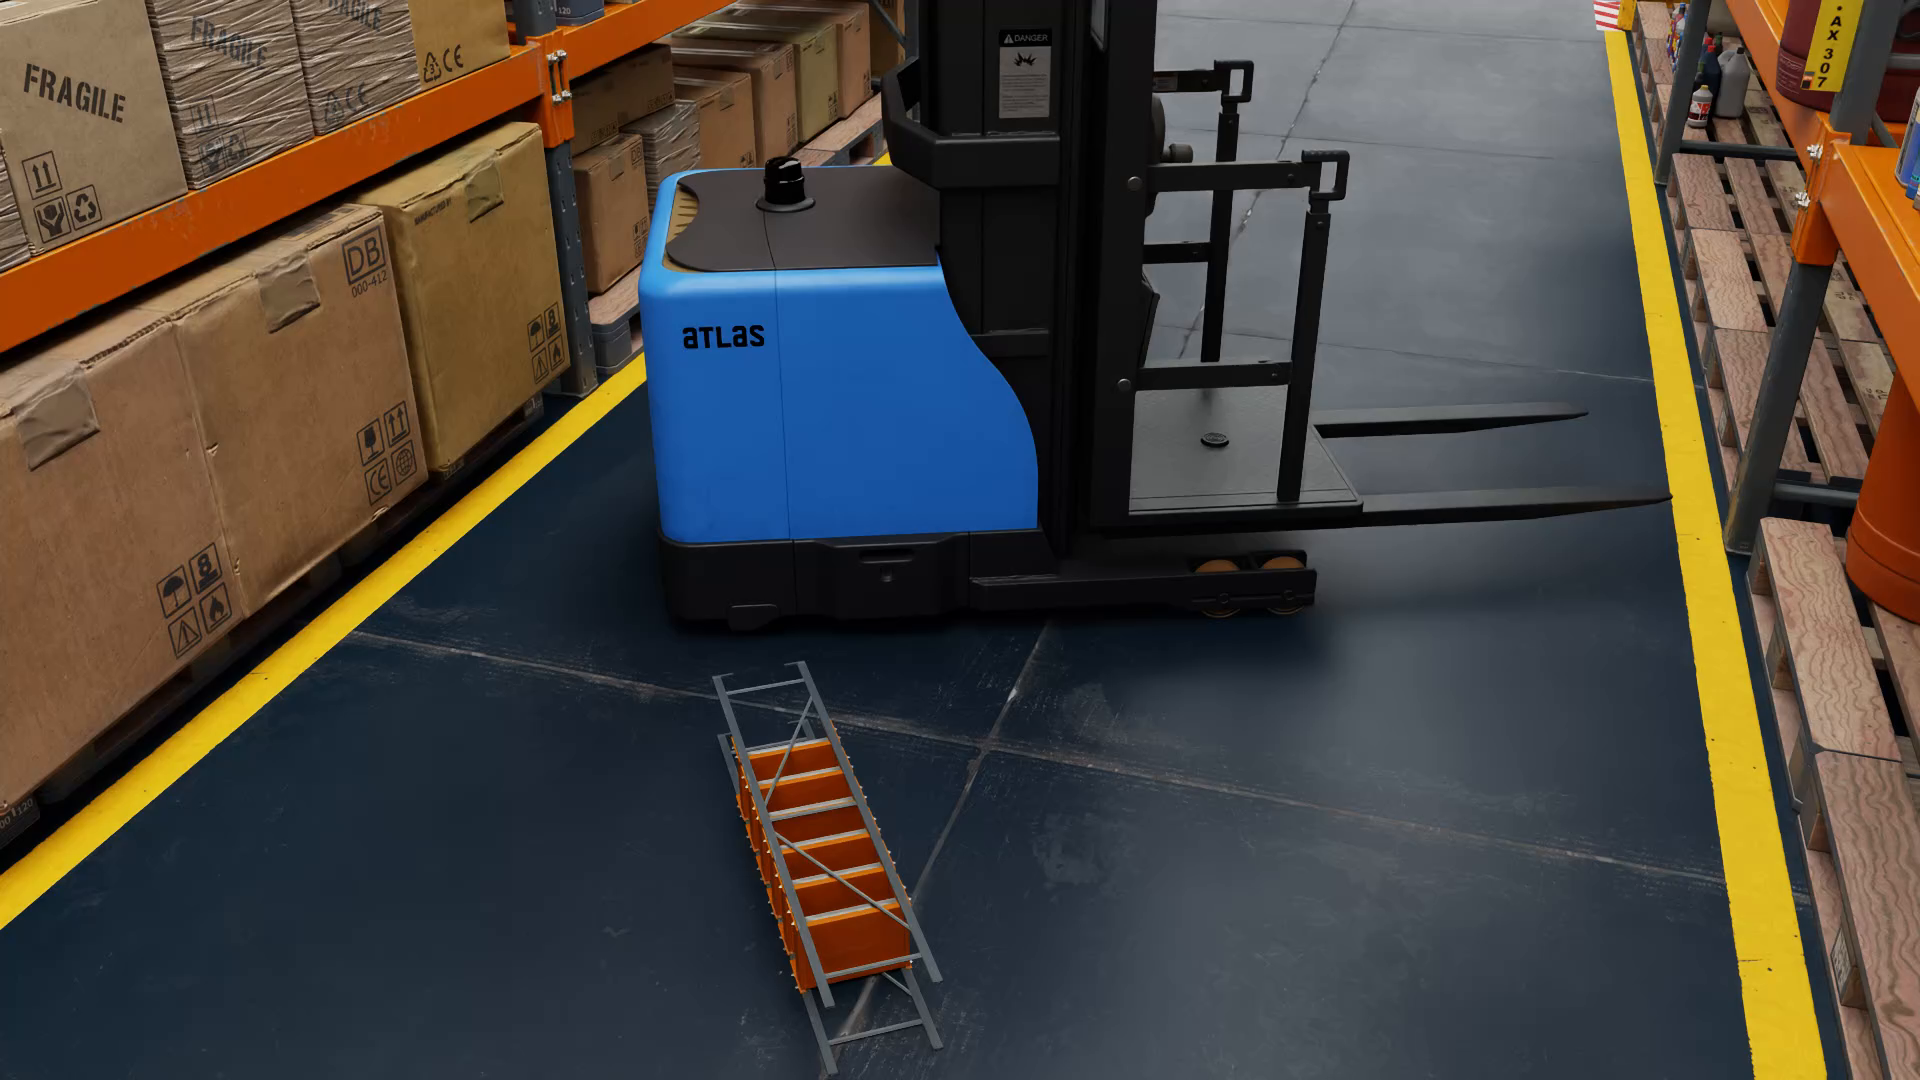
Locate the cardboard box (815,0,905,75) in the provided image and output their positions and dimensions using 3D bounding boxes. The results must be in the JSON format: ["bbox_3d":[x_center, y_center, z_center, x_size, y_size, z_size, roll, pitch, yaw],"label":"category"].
[{"bbox_3d":[-0.531,-3.059,9.803,0.500,0.500,0.500,8,30,13],"label":"cardboard box"}]

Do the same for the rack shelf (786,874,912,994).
[{"bbox_3d":[-0.235,0.839,3.544,0.258,0.180,0.103,-9,31,-16],"label":"rack shelf"}]

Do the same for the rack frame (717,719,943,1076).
[{"bbox_3d":[-0.332,0.771,3.850,0.240,0.006,1.200,-9,31,-16],"label":"rack frame"}]

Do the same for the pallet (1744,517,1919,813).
[{"bbox_3d":[2.683,0.369,4.370,1.003,0.211,1.213,8,30,15],"label":"pallet"}]

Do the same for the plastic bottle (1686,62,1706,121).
[{"bbox_3d":[3.874,-2.357,8.743,0.061,0.283,0.133,10,31,17],"label":"plastic bottle"}]

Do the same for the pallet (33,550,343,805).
[{"bbox_3d":[-2.524,0.210,4.654,1.003,0.211,1.213,8,30,15],"label":"pallet"}]

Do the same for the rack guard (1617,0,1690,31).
[{"bbox_3d":[5.245,-3.805,11.577,1.175,0.500,0.348,8,30,15],"label":"rack guard"}]

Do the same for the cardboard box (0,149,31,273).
[{"bbox_3d":[-2.367,-0.758,3.424,0.500,0.500,0.500,8,30,14],"label":"cardboard box"}]

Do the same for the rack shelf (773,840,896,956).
[{"bbox_3d":[-0.272,0.783,3.643,0.258,0.180,0.103,-9,31,-16],"label":"rack shelf"}]

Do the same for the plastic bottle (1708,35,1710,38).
[{"bbox_3d":[4.165,-2.738,9.435,0.152,0.276,0.135,9,30,16],"label":"plastic bottle"}]

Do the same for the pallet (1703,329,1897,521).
[{"bbox_3d":[3.139,-0.358,5.676,1.003,0.211,1.213,8,30,15],"label":"pallet"}]

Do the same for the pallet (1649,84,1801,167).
[{"bbox_3d":[4.285,-2.169,8.931,1.003,0.211,1.213,8,30,15],"label":"pallet"}]

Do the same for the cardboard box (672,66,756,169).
[{"bbox_3d":[-1.373,-1.867,7.639,0.700,0.500,0.500,11,31,19],"label":"cardboard box"}]

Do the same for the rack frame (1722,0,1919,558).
[{"bbox_3d":[2.874,-1.222,4.361,1.000,3.000,0.127,8,30,15],"label":"rack frame"}]

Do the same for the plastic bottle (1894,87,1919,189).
[{"bbox_3d":[2.438,-1.013,4.113,0.152,0.276,0.135,8,30,15],"label":"plastic bottle"}]

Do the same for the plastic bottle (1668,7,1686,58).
[{"bbox_3d":[4.309,-3.044,9.979,0.061,0.283,0.133,9,30,16],"label":"plastic bottle"}]

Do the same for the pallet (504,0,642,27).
[{"bbox_3d":[-1.753,-2.191,6.301,1.213,0.211,1.003,8,30,15],"label":"pallet"}]

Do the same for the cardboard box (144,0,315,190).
[{"bbox_3d":[-2.070,-1.235,4.282,0.500,0.500,0.500,8,30,13],"label":"cardboard box"}]

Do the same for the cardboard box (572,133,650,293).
[{"bbox_3d":[-1.683,-1.343,6.697,0.700,0.500,0.500,7,30,12],"label":"cardboard box"}]

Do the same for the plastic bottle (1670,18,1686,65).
[{"bbox_3d":[4.262,-2.936,9.796,0.097,0.271,0.097,0,29,0],"label":"plastic bottle"}]

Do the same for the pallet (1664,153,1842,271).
[{"bbox_3d":[3.855,-1.492,7.715,1.003,0.211,1.213,8,30,15],"label":"pallet"}]

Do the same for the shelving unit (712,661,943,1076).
[{"bbox_3d":[-0.332,0.691,3.805,0.258,0.189,1.200,-9,31,-16],"label":"shelving unit"}]

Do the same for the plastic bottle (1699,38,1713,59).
[{"bbox_3d":[4.018,-2.545,9.012,0.144,0.351,0.185,7,30,12],"label":"plastic bottle"}]

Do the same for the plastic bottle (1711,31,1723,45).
[{"bbox_3d":[4.267,-2.726,9.406,0.061,0.283,0.133,8,30,15],"label":"plastic bottle"}]

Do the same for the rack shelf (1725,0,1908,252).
[{"bbox_3d":[3.461,-1.837,6.207,1.077,0.370,4.000,8,30,15],"label":"rack shelf"}]

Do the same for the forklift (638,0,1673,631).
[{"bbox_3d":[0.620,-1.309,4.588,3.031,2.935,1.130,-3,29,-5],"label":"forklift"}]

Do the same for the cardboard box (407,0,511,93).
[{"bbox_3d":[-1.768,-1.708,5.132,0.500,0.500,0.500,9,30,16],"label":"cardboard box"}]

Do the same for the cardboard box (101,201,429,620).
[{"bbox_3d":[-2.352,-0.453,4.732,1.225,0.875,0.875,9,30,15],"label":"cardboard box"}]

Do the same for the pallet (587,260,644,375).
[{"bbox_3d":[-1.630,-1.073,6.962,1.003,0.211,1.213,8,30,15],"label":"pallet"}]

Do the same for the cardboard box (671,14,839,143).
[{"bbox_3d":[-1.045,-2.386,8.573,0.700,0.500,0.500,8,30,15],"label":"cardboard box"}]

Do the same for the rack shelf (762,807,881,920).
[{"bbox_3d":[-0.309,0.727,3.743,0.258,0.180,0.103,-9,31,-16],"label":"rack shelf"}]

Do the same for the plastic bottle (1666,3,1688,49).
[{"bbox_3d":[4.392,-3.142,10.166,0.097,0.271,0.097,0,29,0],"label":"plastic bottle"}]

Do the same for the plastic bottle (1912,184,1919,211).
[{"bbox_3d":[2.350,-0.885,3.960,0.097,0.201,0.097,0,29,0],"label":"plastic bottle"}]

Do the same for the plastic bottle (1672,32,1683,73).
[{"bbox_3d":[4.203,-2.842,9.627,0.097,0.271,0.097,0,29,0],"label":"plastic bottle"}]

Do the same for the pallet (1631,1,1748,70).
[{"bbox_3d":[5.002,-3.302,10.969,1.003,0.211,1.213,8,30,15],"label":"pallet"}]

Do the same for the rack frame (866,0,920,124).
[{"bbox_3d":[-0.686,-3.788,8.973,1.000,3.000,0.127,8,30,15],"label":"rack frame"}]

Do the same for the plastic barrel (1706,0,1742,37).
[{"bbox_3d":[4.955,-3.487,10.559,0.421,0.512,0.421,0,29,0],"label":"plastic barrel"}]

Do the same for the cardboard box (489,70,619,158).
[{"bbox_3d":[-1.692,-1.672,6.518,0.500,0.250,0.500,10,31,17],"label":"cardboard box"}]

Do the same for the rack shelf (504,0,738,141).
[{"bbox_3d":[-1.273,-2.544,7.477,1.077,0.370,4.000,8,30,15],"label":"rack shelf"}]

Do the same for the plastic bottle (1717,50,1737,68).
[{"bbox_3d":[4.167,-2.503,9.013,0.152,0.276,0.135,8,30,15],"label":"plastic bottle"}]
